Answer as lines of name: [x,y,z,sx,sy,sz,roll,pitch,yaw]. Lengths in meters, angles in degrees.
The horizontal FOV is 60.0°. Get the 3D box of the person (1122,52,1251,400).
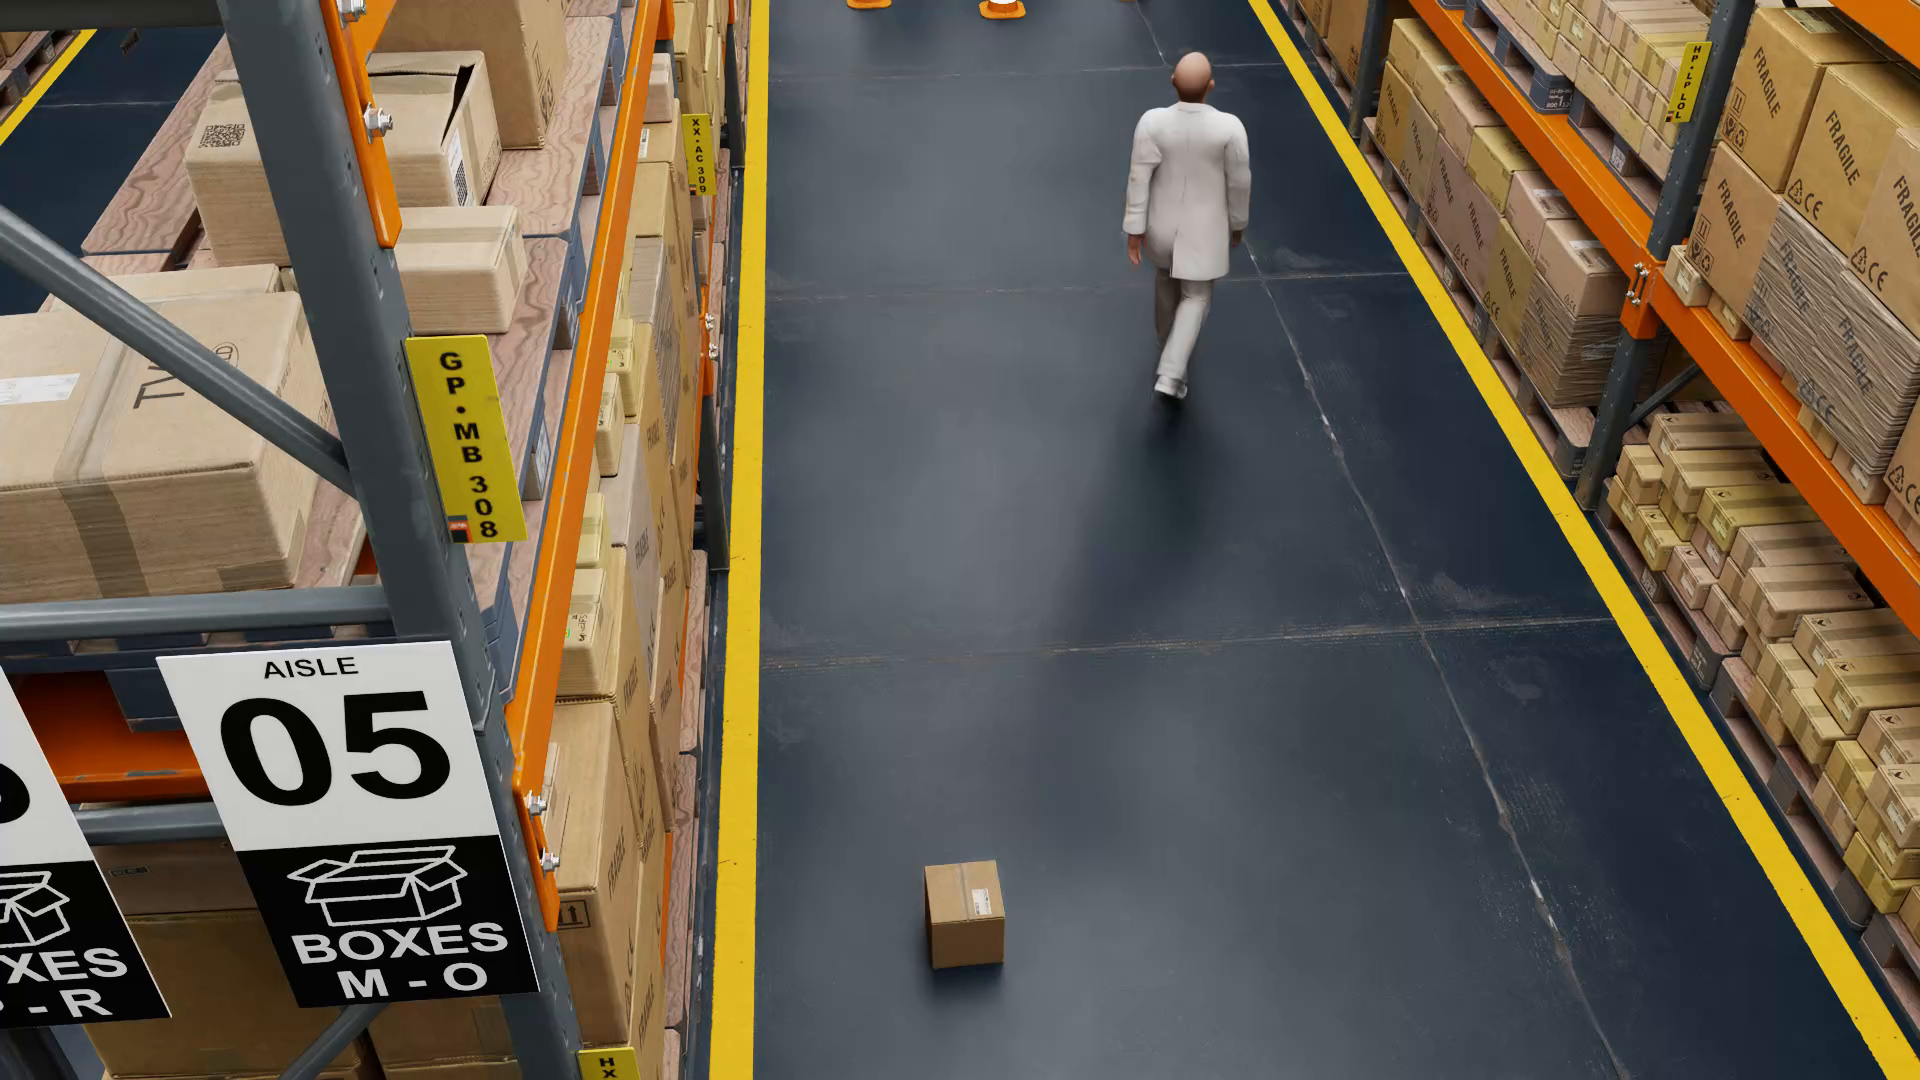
person: [1.093,-1.522,8.065,0.580,1.739,1.017,12,40,15]
